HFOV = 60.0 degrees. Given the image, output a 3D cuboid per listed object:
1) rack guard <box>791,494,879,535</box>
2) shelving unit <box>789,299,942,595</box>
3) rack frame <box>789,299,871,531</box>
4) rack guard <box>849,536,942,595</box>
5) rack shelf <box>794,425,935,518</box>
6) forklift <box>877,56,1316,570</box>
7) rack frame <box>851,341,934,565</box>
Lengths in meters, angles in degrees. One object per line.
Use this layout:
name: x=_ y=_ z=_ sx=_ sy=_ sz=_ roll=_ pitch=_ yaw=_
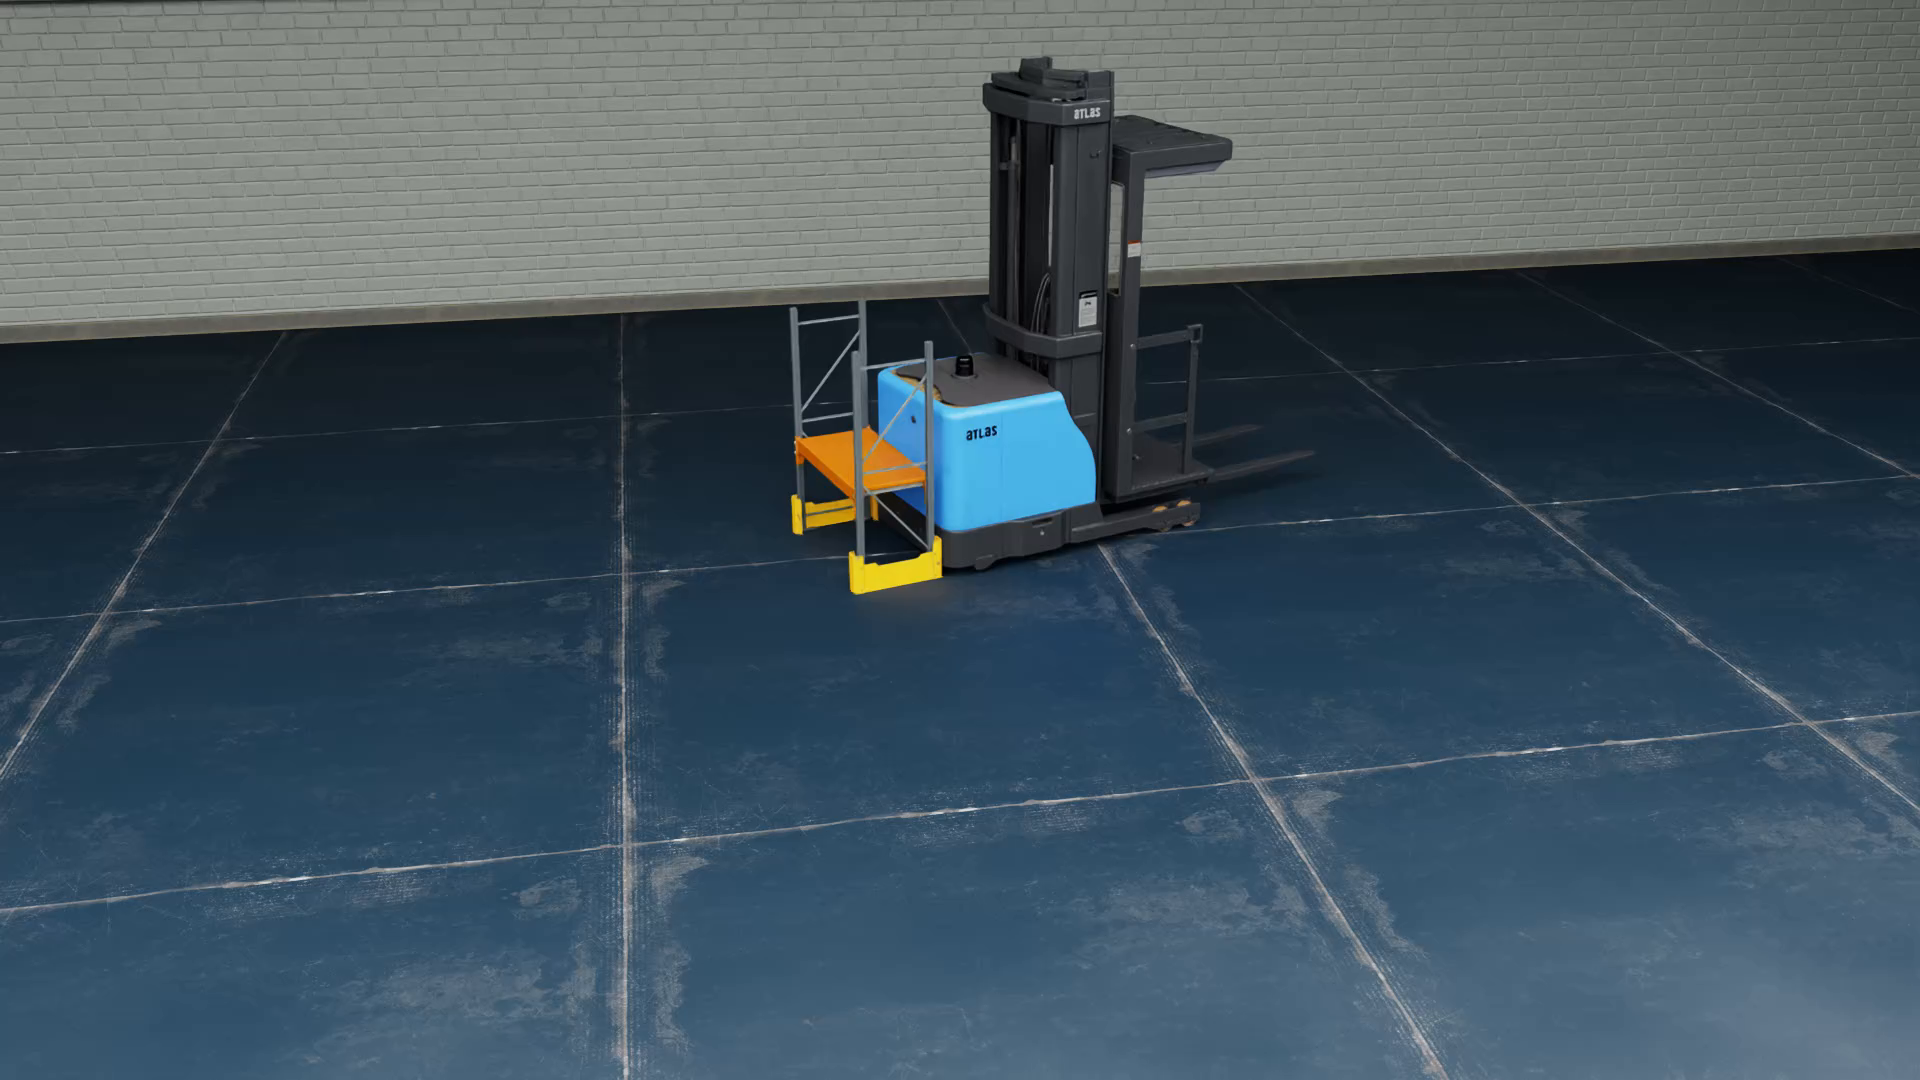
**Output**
rack guard: x=-0.817 y=-0.208 z=10.914 sx=0.587 sy=0.250 sz=0.087 roll=-11 pitch=26 yaw=-23
shelving unit: x=-0.603 y=-0.601 z=10.252 sx=0.587 sy=1.500 sz=1.083 roll=-11 pitch=26 yaw=-23
rack frame: x=-0.826 y=-0.788 z=10.680 sx=0.500 sy=1.500 sz=0.032 roll=-11 pitch=26 yaw=-23
rack guard: x=-0.388 y=0.152 z=10.090 sx=0.587 sy=0.250 sz=0.087 roll=-11 pitch=26 yaw=-23
rack shelf: x=-0.607 y=-0.439 z=10.332 sx=0.538 sy=0.185 sz=1.000 roll=-11 pitch=26 yaw=-23
forklift: x=1.001 y=-1.567 z=10.677 sx=3.031 sy=2.935 sz=1.130 roll=-13 pitch=27 yaw=-27
rack frame: x=-0.388 y=-0.421 z=9.839 sx=0.500 sy=1.500 sz=0.032 roll=-11 pitch=26 yaw=-23
